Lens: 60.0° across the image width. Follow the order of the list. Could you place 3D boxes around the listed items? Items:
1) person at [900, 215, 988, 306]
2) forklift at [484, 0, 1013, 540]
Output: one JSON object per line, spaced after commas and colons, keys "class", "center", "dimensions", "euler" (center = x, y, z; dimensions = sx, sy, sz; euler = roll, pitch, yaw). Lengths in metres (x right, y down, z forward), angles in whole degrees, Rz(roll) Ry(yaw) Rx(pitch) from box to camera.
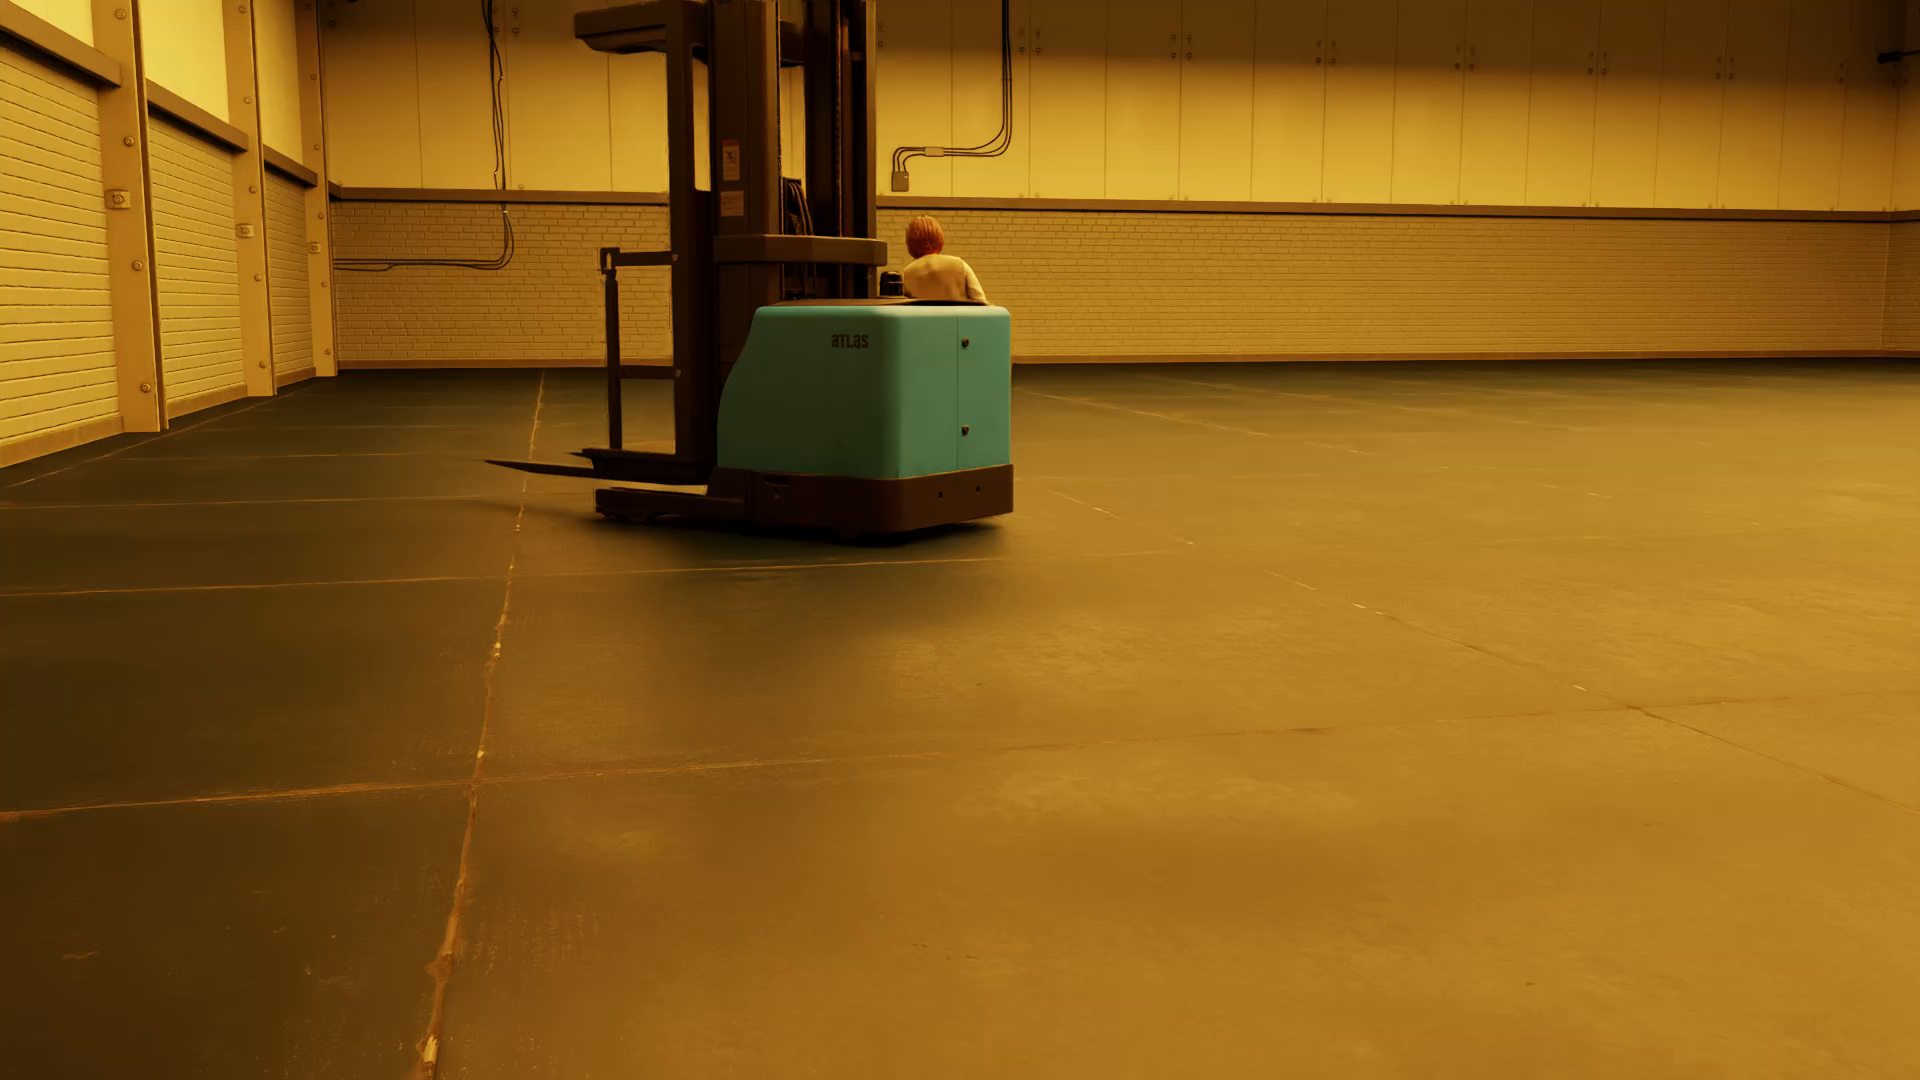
{"class": "person", "center": [-0.127, -0.897, 8.499], "dimensions": [0.683, 1.488, 0.805], "euler": [-2, 8, -11]}
{"class": "forklift", "center": [-1.231, -1.588, 8.477], "dimensions": [3.031, 2.935, 1.130], "euler": [6, 10, 35]}
